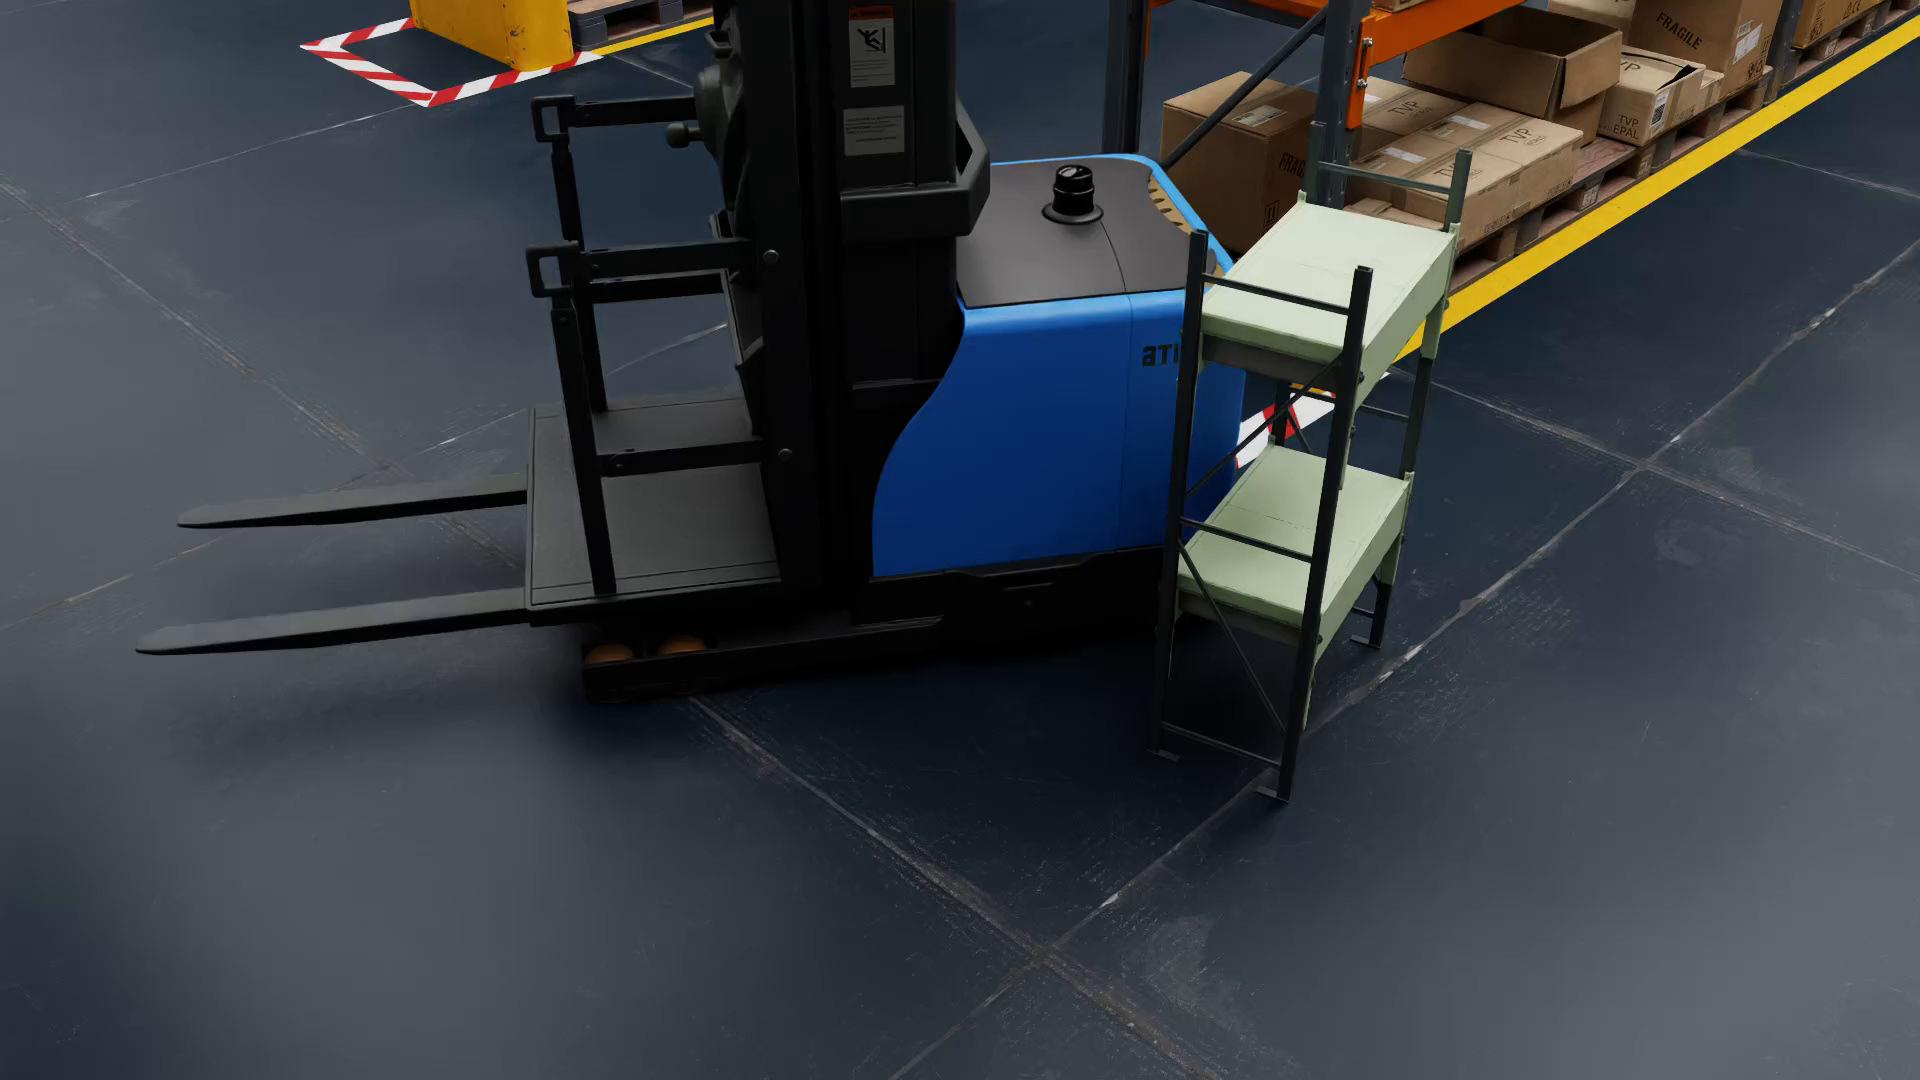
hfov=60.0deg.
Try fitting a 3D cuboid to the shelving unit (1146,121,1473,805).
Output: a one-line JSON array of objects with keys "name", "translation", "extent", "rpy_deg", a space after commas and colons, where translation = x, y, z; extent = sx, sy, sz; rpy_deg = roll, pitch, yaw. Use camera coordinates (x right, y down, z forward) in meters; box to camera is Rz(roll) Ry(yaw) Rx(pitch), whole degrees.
[{"name": "shelving unit", "translation": [0.859, -0.179, 4.195], "extent": [0.431, 1.500, 0.755], "rpy_deg": [18, 39, 24]}]

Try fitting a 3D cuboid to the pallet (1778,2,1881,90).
[{"name": "pallet", "translation": [4.292, -2.839, 9.136], "extent": [1.003, 0.211, 1.213], "rpy_deg": [30, 45, 35]}]

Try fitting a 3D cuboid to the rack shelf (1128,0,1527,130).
[{"name": "rack shelf", "translation": [2.336, -2.530, 6.885], "extent": [1.077, 0.370, 4.000], "rpy_deg": [30, 45, 35]}]

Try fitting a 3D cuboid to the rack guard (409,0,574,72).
[{"name": "rack guard", "translation": [-2.593, -2.971, 9.073], "extent": [1.175, 0.500, 0.348], "rpy_deg": [30, 45, 35]}]

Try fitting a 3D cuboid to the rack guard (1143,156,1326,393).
[{"name": "rack guard", "translation": [0.981, -1.019, 6.274], "extent": [1.175, 0.500, 0.348], "rpy_deg": [30, 45, 35]}]

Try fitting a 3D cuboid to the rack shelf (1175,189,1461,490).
[{"name": "rack shelf", "translation": [0.859, -0.499, 3.972], "extent": [0.431, 0.370, 0.720], "rpy_deg": [18, 39, 24]}]

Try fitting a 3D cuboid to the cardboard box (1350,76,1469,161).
[{"name": "cardboard box", "translation": [1.826, -1.760, 7.170], "extent": [0.500, 0.250, 0.500], "rpy_deg": [30, 45, 35]}]

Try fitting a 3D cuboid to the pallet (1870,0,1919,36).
[{"name": "pallet", "translation": [5.151, -3.337, 9.850], "extent": [1.003, 0.211, 1.213], "rpy_deg": [30, 45, 35]}]

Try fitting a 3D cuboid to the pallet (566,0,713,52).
[{"name": "pallet", "translation": [-1.977, -3.187, 9.635], "extent": [1.003, 0.211, 1.213], "rpy_deg": [30, 45, 35]}]

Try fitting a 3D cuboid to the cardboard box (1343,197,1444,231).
[{"name": "cardboard box", "translation": [1.642, -1.165, 6.390], "extent": [0.380, 0.166, 0.250], "rpy_deg": [30, 45, 35]}]

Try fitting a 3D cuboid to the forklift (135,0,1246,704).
[{"name": "forklift", "translation": [-0.782, -1.080, 4.236], "extent": [3.031, 2.935, 1.130], "rpy_deg": [-7, 35, -9]}]

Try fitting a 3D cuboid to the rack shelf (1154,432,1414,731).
[{"name": "rack shelf", "translation": [0.859, 0.089, 4.382], "extent": [0.431, 0.370, 0.720], "rpy_deg": [18, 39, 24]}]

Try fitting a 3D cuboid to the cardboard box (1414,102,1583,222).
[{"name": "cardboard box", "translation": [2.216, -1.579, 6.910], "extent": [0.500, 0.250, 0.500], "rpy_deg": [30, 45, 35]}]

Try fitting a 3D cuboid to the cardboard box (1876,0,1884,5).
[{"name": "cardboard box", "translation": [4.984, -3.312, 9.177], "extent": [0.500, 0.500, 0.500], "rpy_deg": [-29, 44, -35]}]

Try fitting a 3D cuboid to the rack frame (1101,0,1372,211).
[{"name": "rack frame", "translation": [0.927, -2.014, 5.515], "extent": [1.000, 3.000, 0.127], "rpy_deg": [30, 45, 35]}]

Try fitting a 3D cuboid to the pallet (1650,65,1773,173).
[{"name": "pallet", "translation": [3.261, -2.215, 8.242], "extent": [1.003, 0.211, 1.213], "rpy_deg": [30, 45, 35]}]

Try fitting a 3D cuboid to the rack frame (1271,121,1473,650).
[{"name": "rack frame", "translation": [1.041, -0.360, 4.455], "extent": [0.400, 1.500, 0.023], "rpy_deg": [18, 39, 24]}]

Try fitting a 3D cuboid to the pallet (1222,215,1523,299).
[{"name": "pallet", "translation": [1.542, -1.225, 6.822], "extent": [1.003, 0.211, 1.213], "rpy_deg": [30, 45, 35]}]

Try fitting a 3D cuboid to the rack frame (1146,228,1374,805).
[{"name": "rack frame", "translation": [0.676, 0.003, 3.935], "extent": [0.400, 1.500, 0.023], "rpy_deg": [18, 39, 24]}]

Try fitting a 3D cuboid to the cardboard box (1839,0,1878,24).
[{"name": "cardboard box", "translation": [4.627, -3.112, 8.890], "extent": [0.500, 0.500, 0.500], "rpy_deg": [-29, 44, -35]}]

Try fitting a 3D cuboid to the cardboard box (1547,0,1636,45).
[{"name": "cardboard box", "translation": [3.296, -2.632, 8.367], "extent": [0.500, 0.311, 0.500], "rpy_deg": [30, 45, 35]}]

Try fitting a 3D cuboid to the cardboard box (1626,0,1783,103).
[{"name": "cardboard box", "translation": [3.545, -2.447, 7.937], "extent": [0.500, 0.500, 0.500], "rpy_deg": [30, 45, 35]}]

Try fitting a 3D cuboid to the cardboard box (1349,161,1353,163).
[{"name": "cardboard box", "translation": [1.485, -1.480, 6.842], "extent": [0.380, 0.166, 0.250], "rpy_deg": [30, 45, 35]}]

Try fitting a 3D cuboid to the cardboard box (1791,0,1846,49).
[{"name": "cardboard box", "translation": [4.259, -2.891, 8.573], "extent": [0.500, 0.500, 0.500], "rpy_deg": [27, 43, 33]}]

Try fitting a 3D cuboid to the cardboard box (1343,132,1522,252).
[{"name": "cardboard box", "translation": [1.864, -1.376, 6.619], "extent": [0.500, 0.250, 0.500], "rpy_deg": [30, 45, 35]}]

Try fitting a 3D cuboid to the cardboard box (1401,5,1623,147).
[{"name": "cardboard box", "translation": [2.425, -2.029, 7.335], "extent": [0.797, 0.503, 0.637], "rpy_deg": [30, 45, 35]}]

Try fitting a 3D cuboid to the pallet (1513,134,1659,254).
[{"name": "pallet", "translation": [2.401, -1.717, 7.528], "extent": [1.003, 0.211, 1.213], "rpy_deg": [30, 45, 35]}]

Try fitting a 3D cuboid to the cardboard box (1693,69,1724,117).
[{"name": "cardboard box", "translation": [3.324, -2.126, 7.785], "extent": [0.380, 0.149, 0.250], "rpy_deg": [30, 45, 35]}]

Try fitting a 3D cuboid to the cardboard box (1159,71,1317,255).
[{"name": "cardboard box", "translation": [1.135, -1.489, 6.563], "extent": [0.500, 0.500, 0.500], "rpy_deg": [30, 45, 35]}]

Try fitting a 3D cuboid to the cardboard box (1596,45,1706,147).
[{"name": "cardboard box", "translation": [3.017, -2.065, 7.555], "extent": [0.500, 0.311, 0.500], "rpy_deg": [30, 45, 35]}]

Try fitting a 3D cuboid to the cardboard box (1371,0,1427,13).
[{"name": "cardboard box", "translation": [1.427, -2.129, 5.592], "extent": [0.500, 0.500, 0.500], "rpy_deg": [-29, 44, -35]}]

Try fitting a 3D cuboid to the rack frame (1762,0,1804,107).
[{"name": "rack frame", "translation": [3.745, -3.637, 7.843], "extent": [1.000, 3.000, 0.127], "rpy_deg": [30, 45, 35]}]
